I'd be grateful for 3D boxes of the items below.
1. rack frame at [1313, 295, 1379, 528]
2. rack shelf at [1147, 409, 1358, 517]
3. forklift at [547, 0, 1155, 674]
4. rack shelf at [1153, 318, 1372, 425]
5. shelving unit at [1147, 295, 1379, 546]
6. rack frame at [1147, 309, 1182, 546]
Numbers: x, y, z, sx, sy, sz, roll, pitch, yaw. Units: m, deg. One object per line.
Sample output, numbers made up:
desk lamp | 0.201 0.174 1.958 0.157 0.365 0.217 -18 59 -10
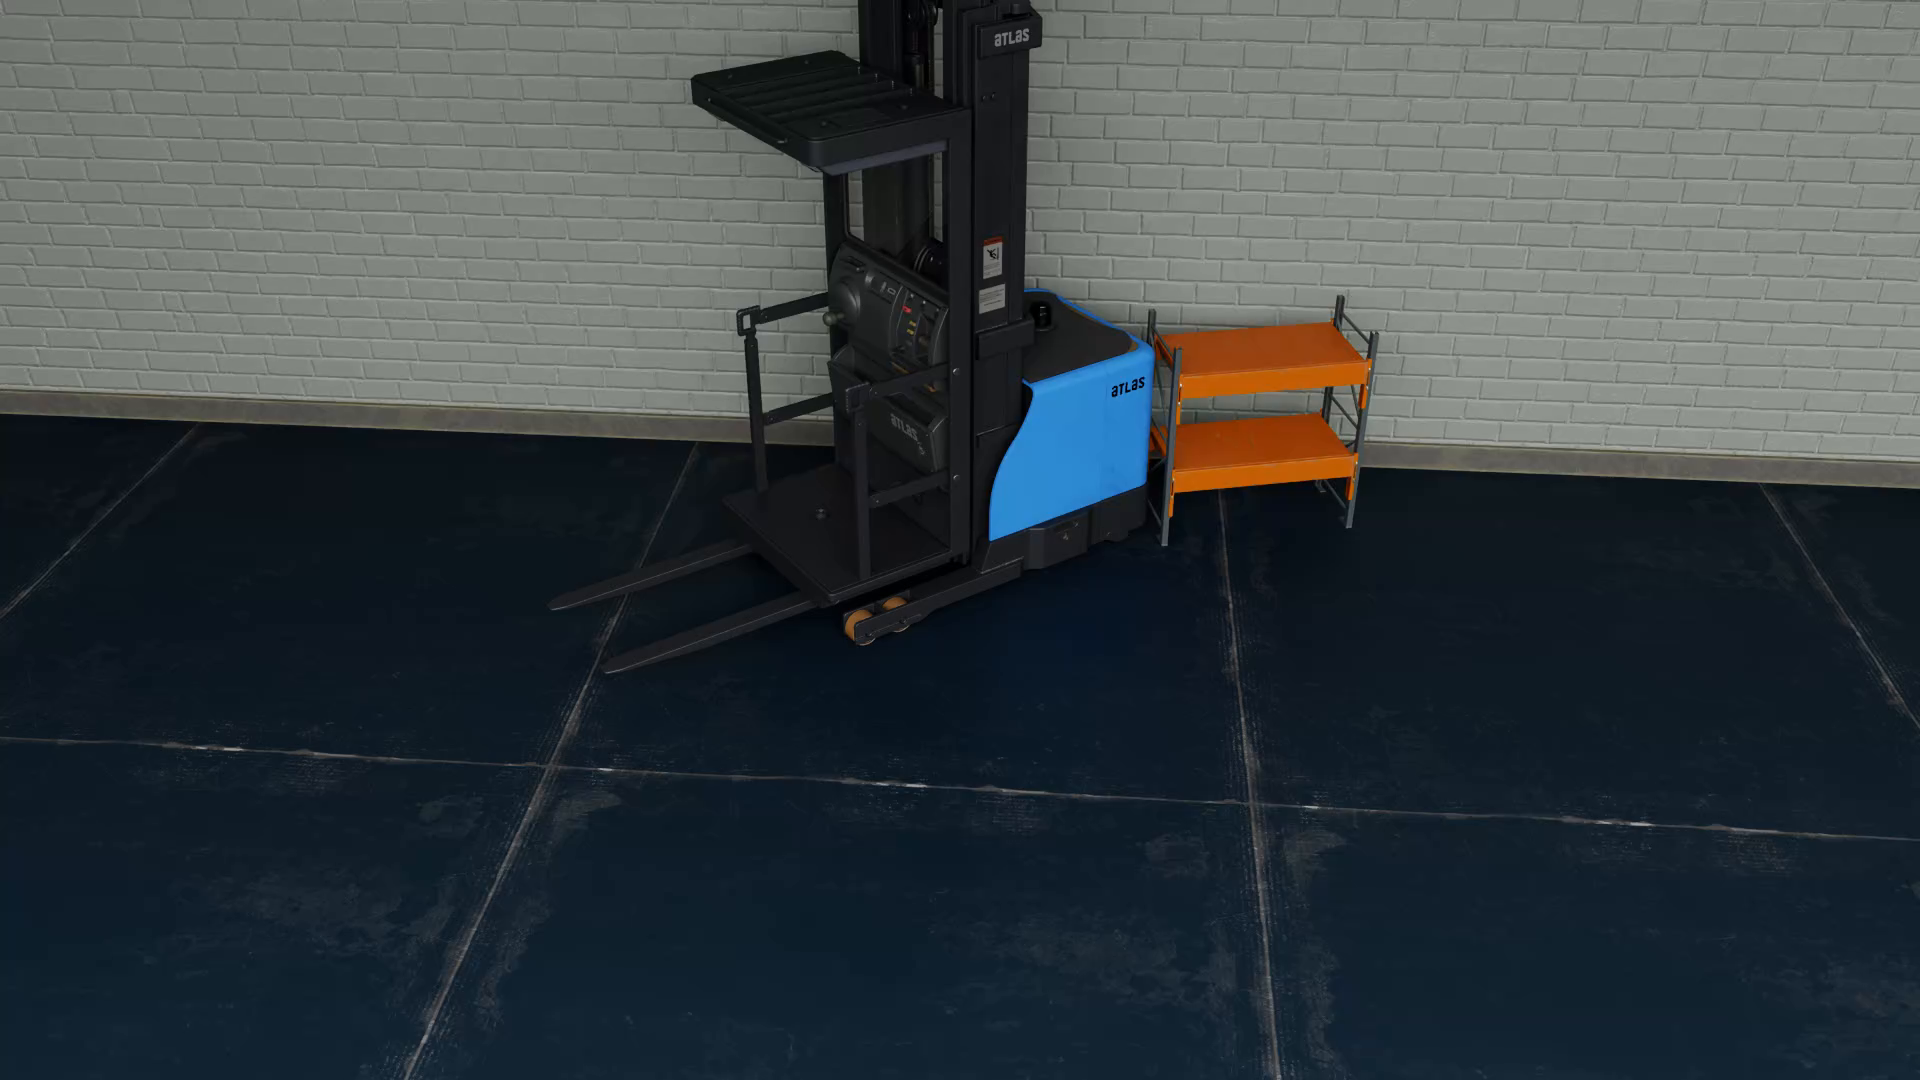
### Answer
rack frame | 2.026 -0.671 8.767 0.032 1.125 0.500 -5 32 -9
rack shelf | 1.526 -0.416 8.818 1.000 0.278 0.538 -5 32 -9
forklift | -0.514 -1.062 7.679 3.031 2.935 1.130 -20 37 -29
rack shelf | 1.526 -0.873 8.537 1.000 0.278 0.538 -5 32 -9
shelving unit | 1.526 -0.624 8.690 1.048 1.125 0.538 -5 32 -9
rack frame | 1.026 -0.576 8.613 0.032 1.125 0.500 -5 32 -9
